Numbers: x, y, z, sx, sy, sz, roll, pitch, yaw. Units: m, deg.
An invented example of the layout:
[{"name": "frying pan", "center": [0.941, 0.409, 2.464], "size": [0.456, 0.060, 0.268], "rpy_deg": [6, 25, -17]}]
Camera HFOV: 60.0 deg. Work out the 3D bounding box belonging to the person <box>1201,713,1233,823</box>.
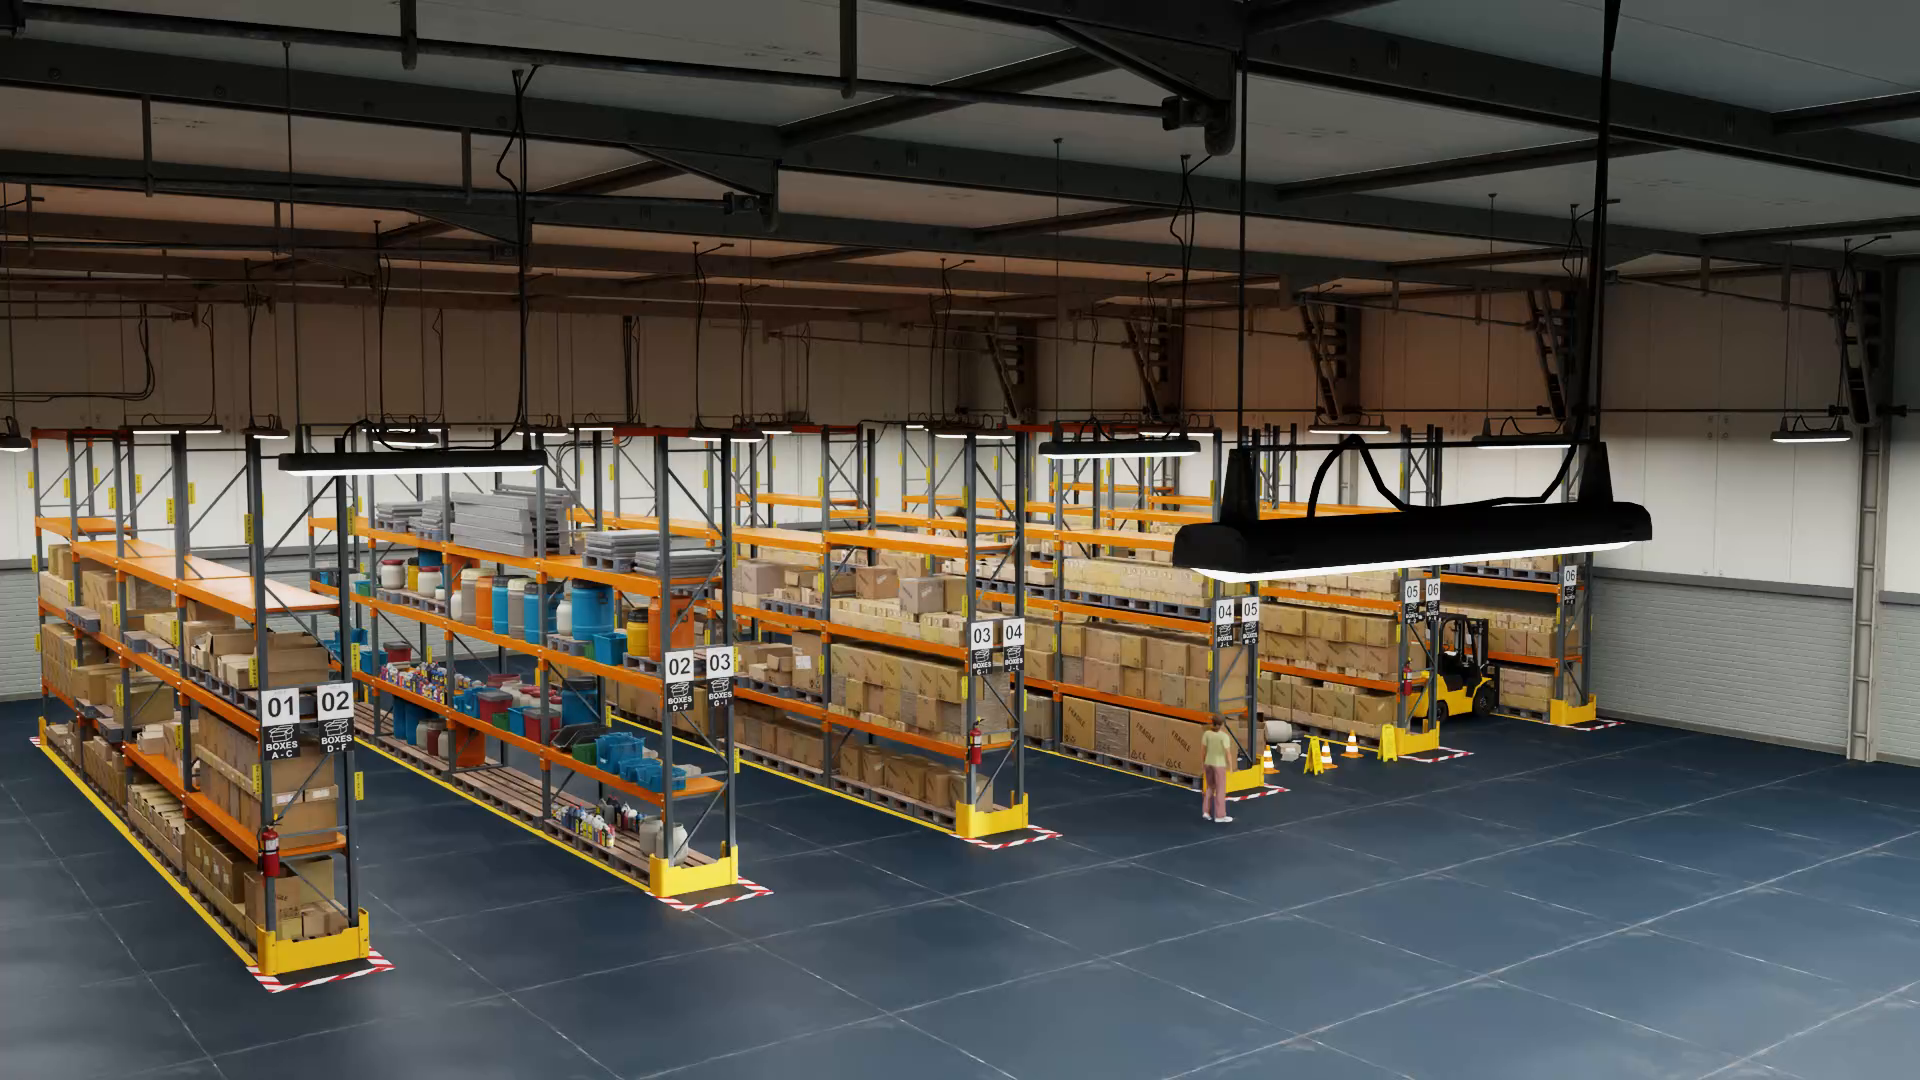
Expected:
[{"name": "person", "center": [3.958, 3.580, 25.573], "size": [0.533, 1.633, 0.356], "rpy_deg": [4, 6, 44]}]
